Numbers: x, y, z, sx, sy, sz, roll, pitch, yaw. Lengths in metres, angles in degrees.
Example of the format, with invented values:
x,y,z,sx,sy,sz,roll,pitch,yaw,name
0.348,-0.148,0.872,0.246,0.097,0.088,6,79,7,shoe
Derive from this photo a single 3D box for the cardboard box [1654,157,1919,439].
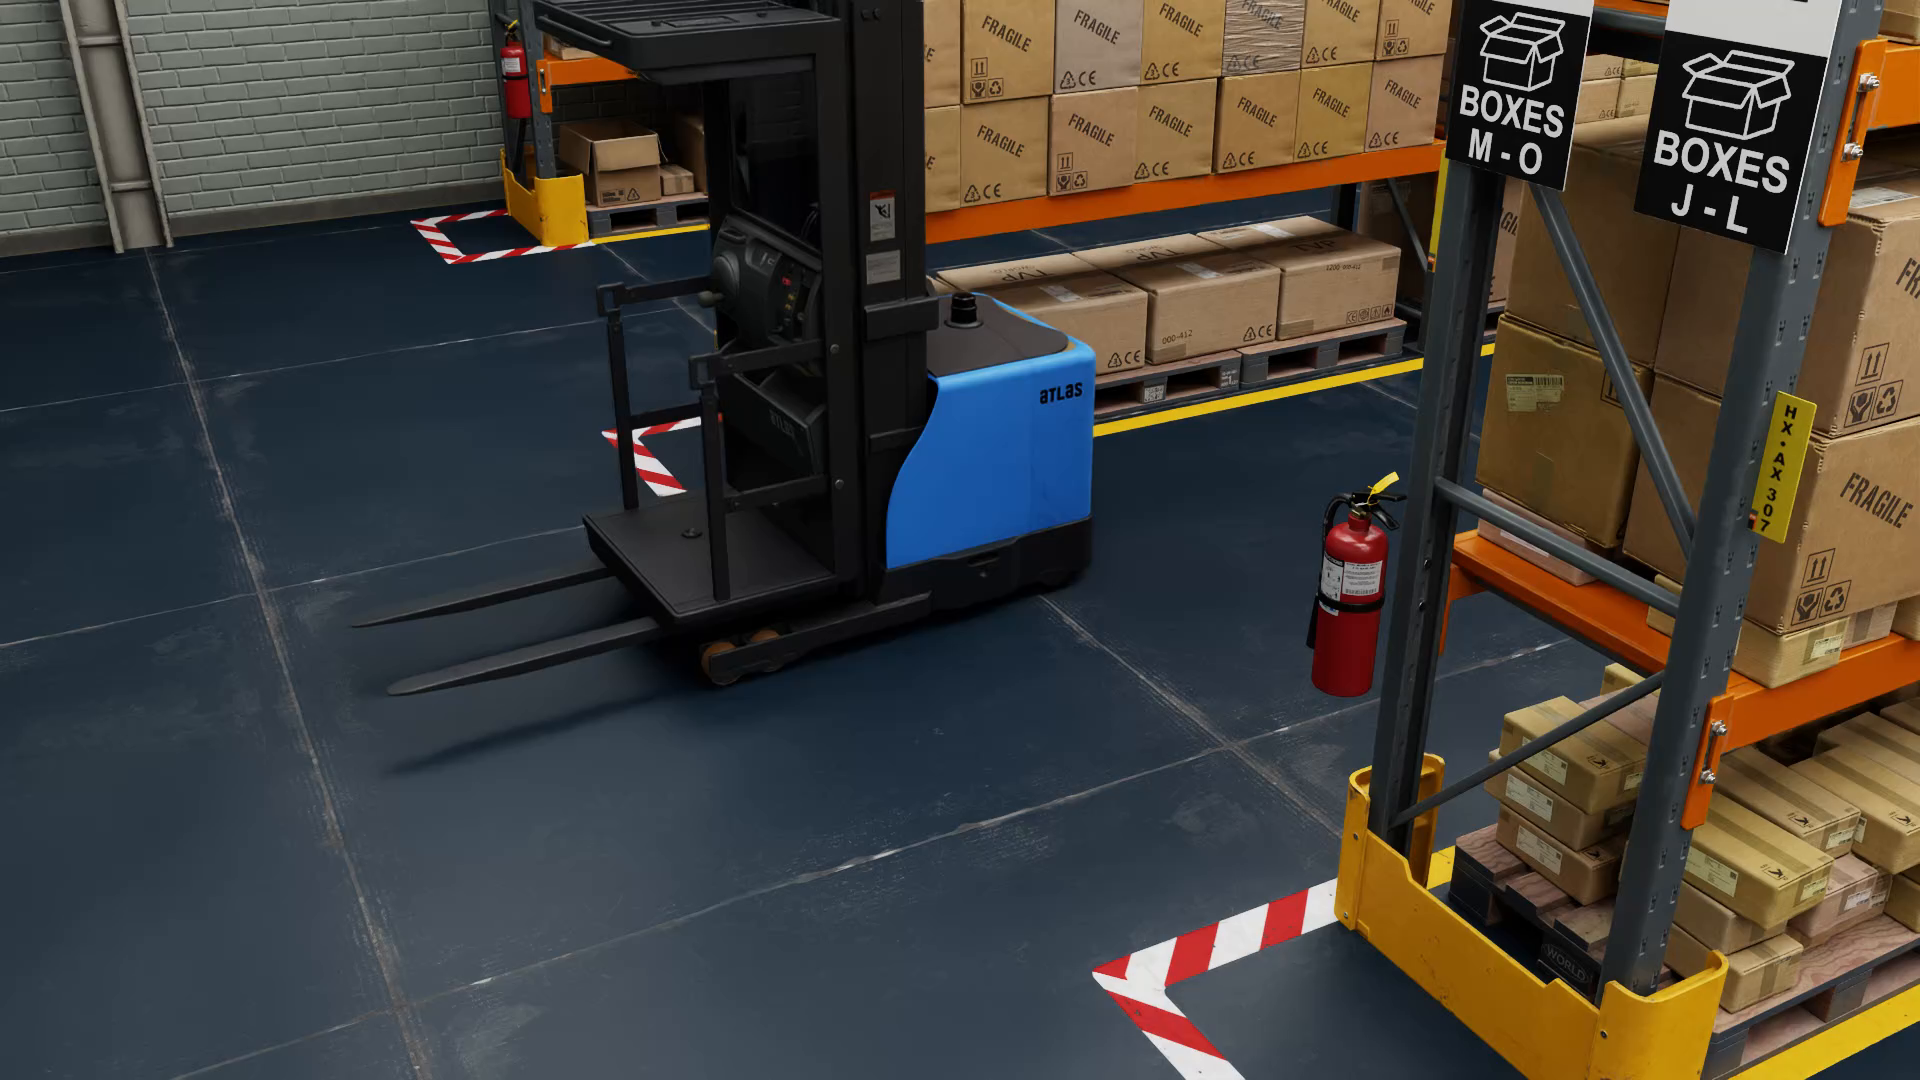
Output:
x,y,z,sx,sy,sz,roll,pitch,yaw,name
2.045,-0.594,3.907,0.500,0.500,0.500,-13,29,-25,cardboard box

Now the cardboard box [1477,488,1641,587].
x,y,z,sx,sy,sz,roll,pitch,yaw,name
1.679,-0.035,4.647,0.250,0.149,0.380,-13,29,-25,cardboard box

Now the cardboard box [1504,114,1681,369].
x,y,z,sx,sy,sz,roll,pitch,yaw,name
1.811,-0.792,4.319,0.500,0.500,0.500,-14,29,-26,cardboard box

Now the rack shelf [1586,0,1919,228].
x,y,z,sx,sy,sz,roll,pitch,yaw,name
3.289,-1.409,4.585,4.000,0.370,1.077,-13,29,-25,rack shelf

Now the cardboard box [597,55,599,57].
x,y,z,sx,sy,sz,roll,pitch,yaw,name
-2.611,-3.657,12.191,0.250,0.149,0.380,-12,28,-24,cardboard box

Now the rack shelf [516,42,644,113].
x,y,z,sx,sy,sz,roll,pitch,yaw,name
-1.468,-3.822,13.075,4.000,0.370,1.077,-13,29,-25,rack shelf

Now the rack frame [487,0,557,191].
x,y,z,sx,sy,sz,roll,pitch,yaw,name
-3.233,-3.739,12.071,0.127,3.000,1.000,-13,29,-25,rack frame

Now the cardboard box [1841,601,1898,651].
x,y,z,sx,sy,sz,roll,pitch,yaw,name
2.169,0.131,4.302,0.250,0.149,0.380,-12,28,-23,cardboard box

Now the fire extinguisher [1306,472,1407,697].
x,y,z,sx,sy,sz,roll,pitch,yaw,name
1.085,0.104,4.588,0.183,0.674,0.296,-13,29,-25,fire extinguisher

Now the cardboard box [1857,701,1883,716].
x,y,z,sx,sy,sz,roll,pitch,yaw,name
2.999,0.509,5.688,0.250,0.149,0.380,-12,28,-23,cardboard box

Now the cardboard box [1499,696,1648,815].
x,y,z,sx,sy,sz,roll,pitch,yaw,name
1.872,0.649,5.053,0.250,0.149,0.380,-13,28,-25,cardboard box

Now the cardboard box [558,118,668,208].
x,y,z,sx,sy,sz,roll,pitch,yaw,name
-2.649,-2.891,12.705,0.637,0.503,0.797,-14,29,-27,cardboard box

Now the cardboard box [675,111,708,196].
x,y,z,sx,sy,sz,roll,pitch,yaw,name
-1.876,-3.049,13.037,0.500,0.500,0.700,-12,28,-23,cardboard box

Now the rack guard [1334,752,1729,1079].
x,y,z,sx,sy,sz,roll,pitch,yaw,name
1.591,1.138,4.803,0.348,0.500,1.175,-13,29,-25,rack guard

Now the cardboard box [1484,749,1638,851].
x,y,z,sx,sy,sz,roll,pitch,yaw,name
1.856,0.771,5.143,0.250,0.149,0.380,-14,29,-26,cardboard box

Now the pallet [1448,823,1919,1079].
x,y,z,sx,sy,sz,roll,pitch,yaw,name
2.325,1.116,5.182,1.213,0.211,1.003,-13,29,-25,pallet

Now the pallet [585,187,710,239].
x,y,z,sx,sy,sz,roll,pitch,yaw,name
-2.463,-2.660,13.046,1.213,0.211,1.003,-13,29,-25,pallet

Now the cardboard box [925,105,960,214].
x,y,z,sx,sy,sz,roll,pitch,yaw,name
-0.336,-1.877,8.078,0.500,0.500,0.500,-13,29,-25,cardboard box

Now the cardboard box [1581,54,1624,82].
x,y,z,sx,sy,sz,roll,pitch,yaw,name
3.603,-2.915,9.951,0.500,0.250,0.500,-13,28,-24,cardboard box

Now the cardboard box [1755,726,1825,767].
x,y,z,sx,sy,sz,roll,pitch,yaw,name
2.599,0.650,5.396,0.250,0.149,0.380,-13,29,-26,cardboard box

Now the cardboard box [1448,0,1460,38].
x,y,z,sx,sy,sz,roll,pitch,yaw,name
3.159,-3.134,9.541,0.500,0.500,0.500,-13,28,-25,cardboard box

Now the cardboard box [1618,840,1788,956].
x,y,z,sx,sy,sz,roll,pitch,yaw,name
2.107,0.979,4.710,0.250,0.149,0.380,-12,28,-23,cardboard box

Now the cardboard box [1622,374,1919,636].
x,y,z,sx,sy,sz,roll,pitch,yaw,name
2.050,-0.139,4.115,0.500,0.500,0.500,-12,28,-23,cardboard box

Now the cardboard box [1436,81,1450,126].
x,y,z,sx,sy,sz,roll,pitch,yaw,name
3.148,-2.580,9.830,0.500,0.250,0.500,-14,29,-26,cardboard box

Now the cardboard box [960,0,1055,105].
x,y,z,sx,sy,sz,roll,pitch,yaw,name
0.116,-2.436,8.088,0.500,0.500,0.500,-14,29,-26,cardboard box

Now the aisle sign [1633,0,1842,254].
x,y,z,sx,sy,sz,roll,pitch,yaw,name
1.601,-1.016,3.398,0.004,0.787,0.394,-13,29,-25,aisle sign

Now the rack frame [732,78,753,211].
x,y,z,sx,sy,sz,roll,pitch,yaw,name
-0.894,-1.844,8.124,0.127,3.000,1.000,-13,29,-25,rack frame

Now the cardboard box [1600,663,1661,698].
x,y,z,sx,sy,sz,roll,pitch,yaw,name
2.290,0.519,5.325,0.250,0.149,0.380,-14,29,-26,cardboard box

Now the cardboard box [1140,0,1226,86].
x,y,z,sx,sy,sz,roll,pitch,yaw,name
1.006,-2.646,8.525,0.500,0.500,0.500,-13,28,-25,cardboard box

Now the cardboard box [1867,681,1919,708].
x,y,z,sx,sy,sz,roll,pitch,yaw,name
3.043,0.403,5.566,0.250,0.149,0.380,-14,29,-27,cardboard box

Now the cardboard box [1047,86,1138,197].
x,y,z,sx,sy,sz,roll,pitch,yaw,name
0.555,-2.087,8.516,0.500,0.500,0.500,-13,29,-25,cardboard box

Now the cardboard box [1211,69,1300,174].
x,y,z,sx,sy,sz,roll,pitch,yaw,name
1.458,-2.296,8.952,0.500,0.500,0.500,-13,29,-26,cardboard box

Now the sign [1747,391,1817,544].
x,y,z,sx,sy,sz,roll,pitch,yaw,name
1.780,-0.157,3.611,0.005,0.325,0.100,-13,29,-25,sign

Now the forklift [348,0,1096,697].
x,y,z,sx,sy,sz,roll,pitch,yaw,name
-0.945,-1.011,6.469,3.031,2.935,1.130,-14,29,-27,forklift

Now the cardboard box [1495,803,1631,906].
x,y,z,sx,sy,sz,roll,pitch,yaw,name
1.891,0.935,5.145,0.250,0.149,0.380,-12,28,-24,cardboard box

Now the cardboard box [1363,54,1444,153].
x,y,z,sx,sy,sz,roll,pitch,yaw,name
2.346,-2.511,9.400,0.500,0.500,0.500,-13,28,-25,cardboard box

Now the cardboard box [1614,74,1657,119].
x,y,z,sx,sy,sz,roll,pitch,yaw,name
4.063,-2.784,10.256,0.500,0.250,0.500,-13,29,-26,cardboard box

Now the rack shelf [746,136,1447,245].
x,y,z,sx,sy,sz,roll,pitch,yaw,name
0.871,-1.927,9.129,4.000,0.370,1.077,-13,29,-25,rack shelf

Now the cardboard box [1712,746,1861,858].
x,y,z,sx,sy,sz,roll,pitch,yaw,name
2.333,0.775,4.792,0.250,0.149,0.380,-12,28,-24,cardboard box

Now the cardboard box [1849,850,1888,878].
x,y,z,sx,sy,sz,roll,pitch,yaw,name
2.550,0.861,4.955,0.250,0.149,0.380,-13,28,-24,cardboard box

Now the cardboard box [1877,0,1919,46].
x,y,z,sx,sy,sz,roll,pitch,yaw,name
2.041,-1.252,3.600,0.500,0.250,0.500,-12,28,-23,cardboard box

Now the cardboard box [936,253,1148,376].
x,y,z,sx,sy,sz,roll,pitch,yaw,name
0.445,-1.240,9.342,0.875,0.438,0.875,-12,28,-24,cardboard box

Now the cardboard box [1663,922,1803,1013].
x,y,z,sx,sy,sz,roll,pitch,yaw,name
2.137,1.138,4.724,0.250,0.149,0.380,-12,28,-24,cardboard box

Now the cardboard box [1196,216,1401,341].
x,y,z,sx,sy,sz,roll,pitch,yaw,name
2.031,-1.606,10.104,0.875,0.438,0.875,-13,29,-26,cardboard box

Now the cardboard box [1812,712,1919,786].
x,y,z,sx,sy,sz,roll,pitch,yaw,name
2.796,0.690,4.968,0.250,0.149,0.380,-15,29,-28,cardboard box

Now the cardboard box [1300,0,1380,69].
x,y,z,sx,sy,sz,roll,pitch,yaw,name
1.897,-2.852,8.955,0.500,0.500,0.500,-13,29,-26,cardboard box

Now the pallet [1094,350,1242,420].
x,y,z,sx,sy,sz,roll,pitch,yaw,name
0.850,-1.026,9.643,1.213,0.211,1.003,-13,29,-25,pallet

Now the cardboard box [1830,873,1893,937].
x,y,z,sx,sy,sz,roll,pitch,yaw,name
2.546,1.000,5.011,0.250,0.149,0.380,-13,28,-25,cardboard box
